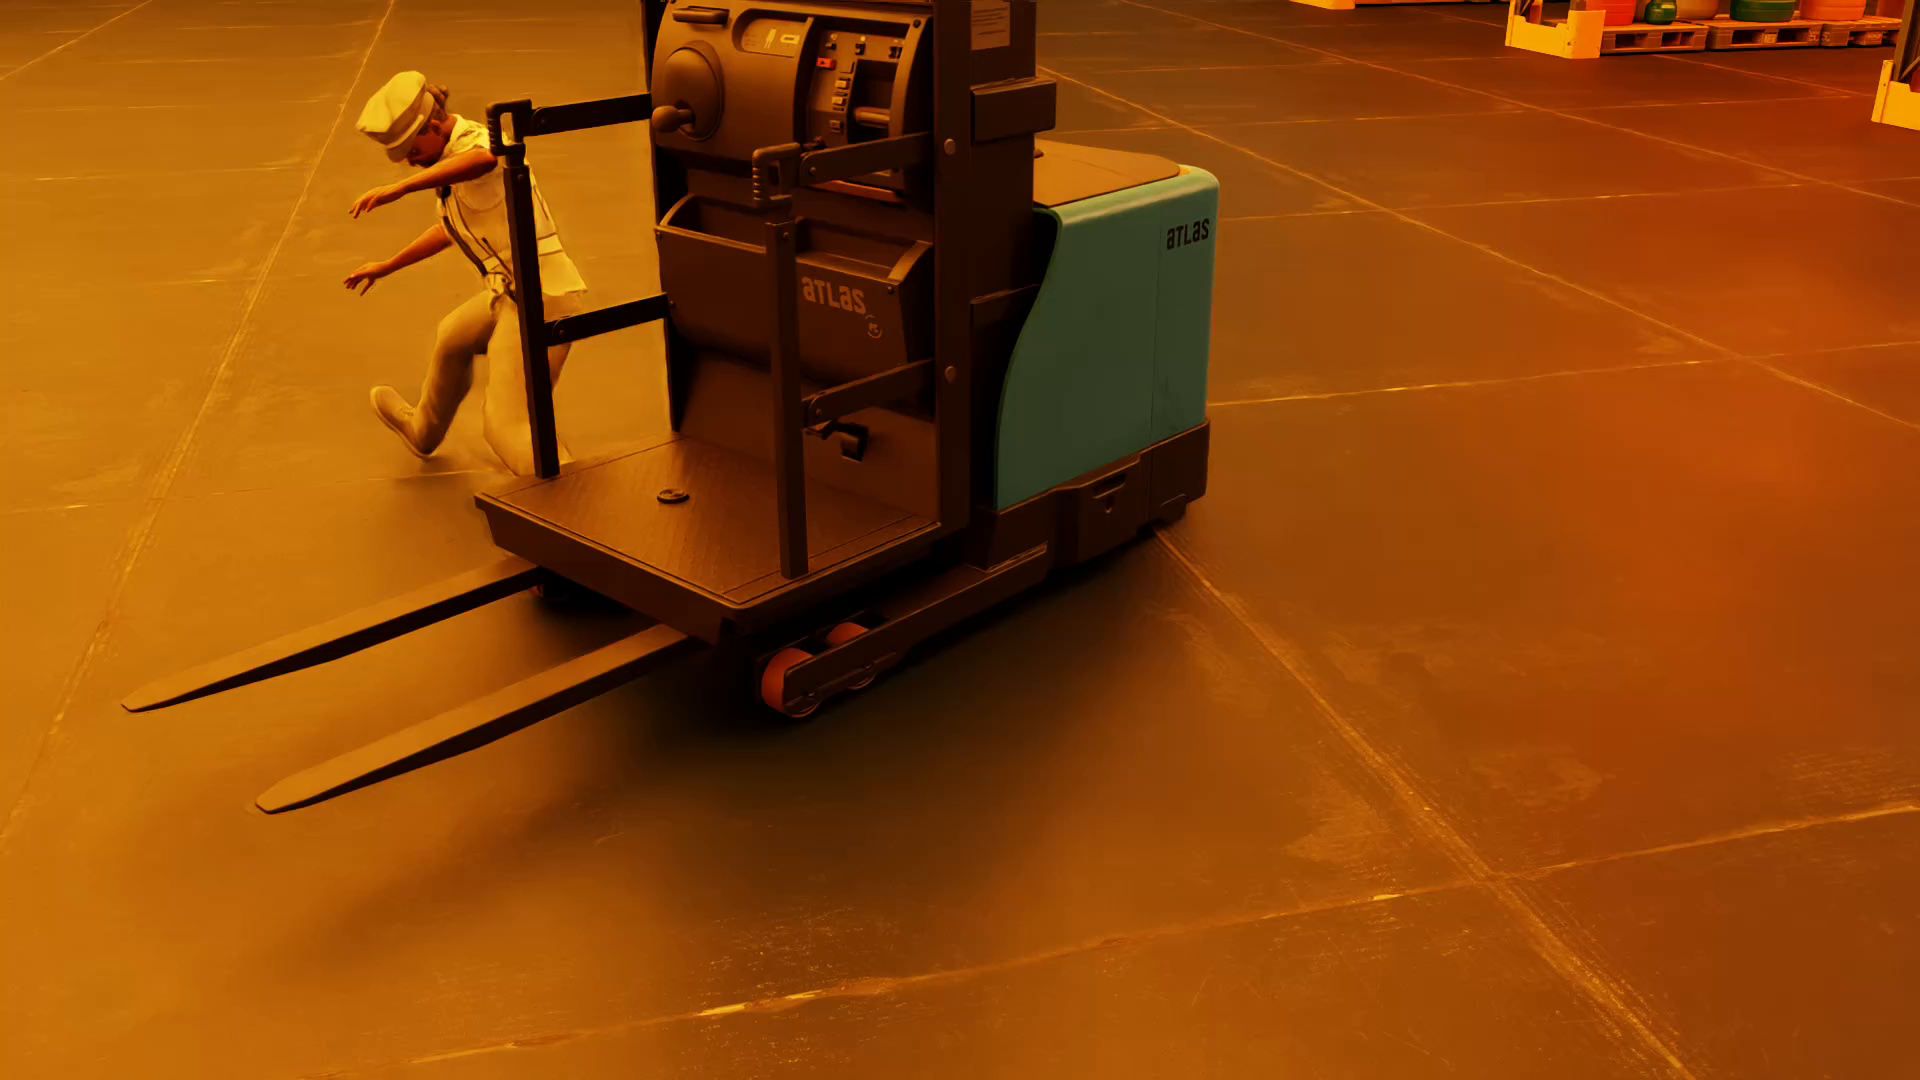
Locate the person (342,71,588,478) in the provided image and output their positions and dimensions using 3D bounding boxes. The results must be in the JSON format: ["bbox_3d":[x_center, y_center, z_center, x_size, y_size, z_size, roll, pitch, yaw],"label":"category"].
[{"bbox_3d":[-1.504,-0.718,5.036,0.793,1.340,1.287,-5,24,-12],"label":"person"}]

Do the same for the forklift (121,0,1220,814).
[{"bbox_3d":[-0.583,-1.141,3.991,1.130,2.935,3.031,19,30,38],"label":"forklift"}]
